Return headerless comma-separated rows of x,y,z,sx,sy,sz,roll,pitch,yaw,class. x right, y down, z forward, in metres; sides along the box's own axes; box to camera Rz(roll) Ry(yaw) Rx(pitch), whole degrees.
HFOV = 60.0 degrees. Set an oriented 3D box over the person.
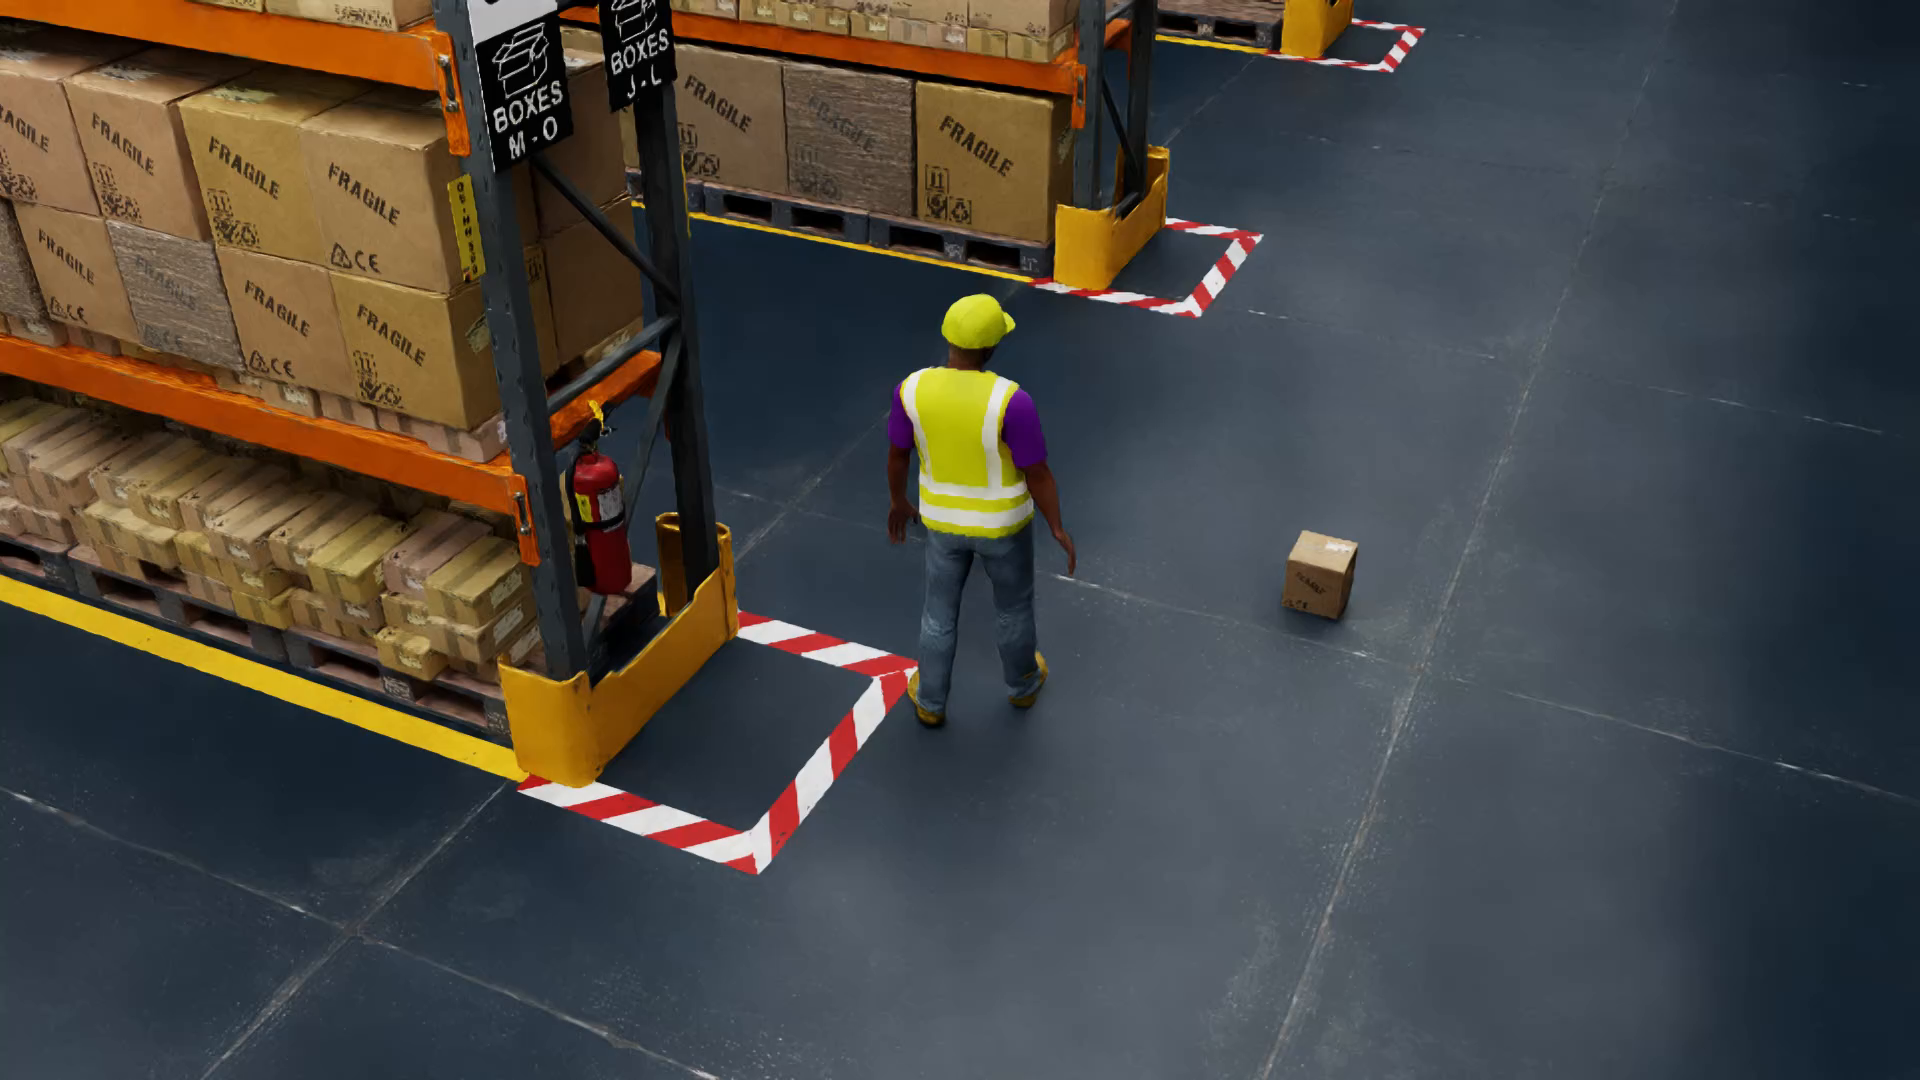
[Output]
0.103,-0.109,6.231,0.754,1.766,0.528,12,35,17,person
